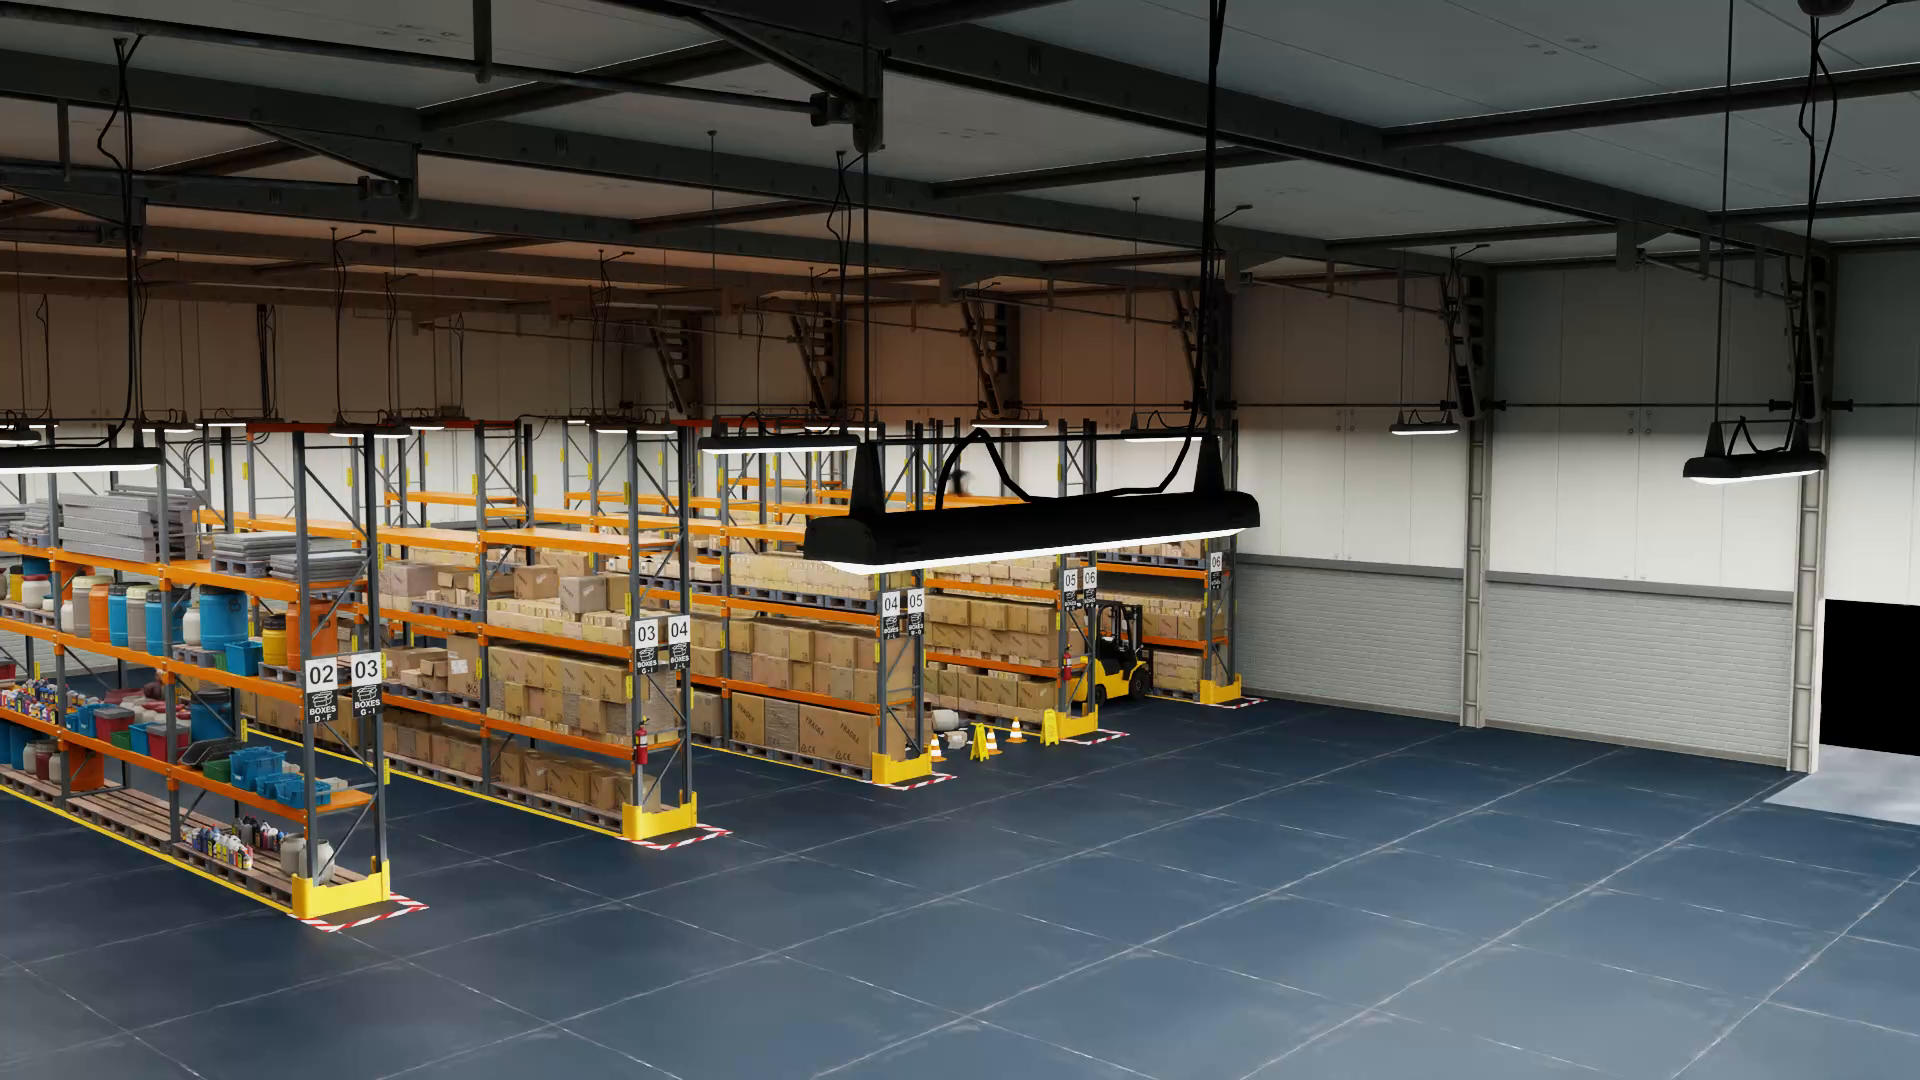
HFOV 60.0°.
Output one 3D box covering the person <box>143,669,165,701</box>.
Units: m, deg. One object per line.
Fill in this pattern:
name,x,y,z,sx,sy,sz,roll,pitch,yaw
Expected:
person,-14.052,3.093,29.234,0.761,1.698,0.671,4,6,39
